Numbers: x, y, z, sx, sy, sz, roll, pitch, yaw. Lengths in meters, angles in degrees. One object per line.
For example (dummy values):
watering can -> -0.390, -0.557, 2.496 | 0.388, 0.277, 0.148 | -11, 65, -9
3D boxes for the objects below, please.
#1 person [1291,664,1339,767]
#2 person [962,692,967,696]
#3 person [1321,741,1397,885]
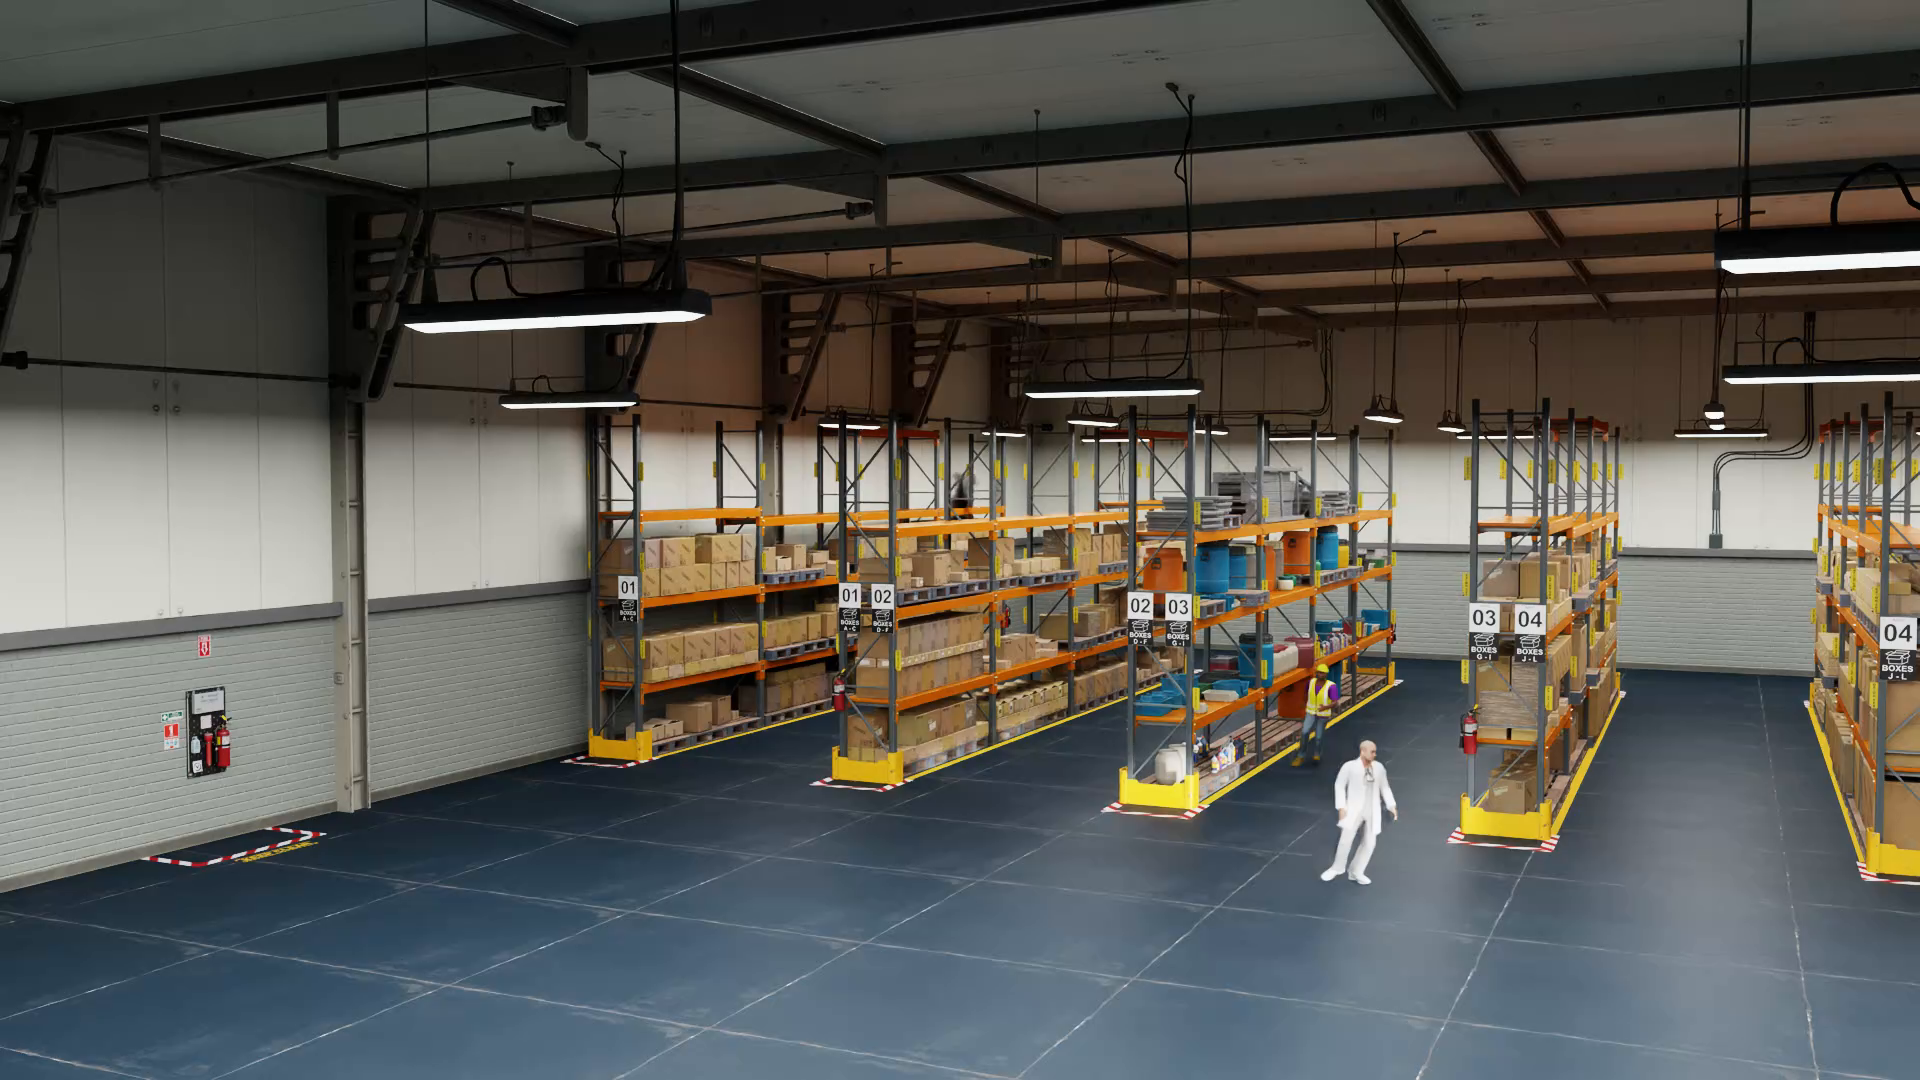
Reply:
person -> 6.056, 2.955, 28.159 | 0.742, 1.735, 0.833 | 1, 3, 25
person -> -0.022, 2.791, 34.620 | 0.587, 1.618, 0.748 | 2, 3, 40
person -> 4.820, 3.299, 20.093 | 0.825, 1.746, 0.607 | 0, 2, -11
